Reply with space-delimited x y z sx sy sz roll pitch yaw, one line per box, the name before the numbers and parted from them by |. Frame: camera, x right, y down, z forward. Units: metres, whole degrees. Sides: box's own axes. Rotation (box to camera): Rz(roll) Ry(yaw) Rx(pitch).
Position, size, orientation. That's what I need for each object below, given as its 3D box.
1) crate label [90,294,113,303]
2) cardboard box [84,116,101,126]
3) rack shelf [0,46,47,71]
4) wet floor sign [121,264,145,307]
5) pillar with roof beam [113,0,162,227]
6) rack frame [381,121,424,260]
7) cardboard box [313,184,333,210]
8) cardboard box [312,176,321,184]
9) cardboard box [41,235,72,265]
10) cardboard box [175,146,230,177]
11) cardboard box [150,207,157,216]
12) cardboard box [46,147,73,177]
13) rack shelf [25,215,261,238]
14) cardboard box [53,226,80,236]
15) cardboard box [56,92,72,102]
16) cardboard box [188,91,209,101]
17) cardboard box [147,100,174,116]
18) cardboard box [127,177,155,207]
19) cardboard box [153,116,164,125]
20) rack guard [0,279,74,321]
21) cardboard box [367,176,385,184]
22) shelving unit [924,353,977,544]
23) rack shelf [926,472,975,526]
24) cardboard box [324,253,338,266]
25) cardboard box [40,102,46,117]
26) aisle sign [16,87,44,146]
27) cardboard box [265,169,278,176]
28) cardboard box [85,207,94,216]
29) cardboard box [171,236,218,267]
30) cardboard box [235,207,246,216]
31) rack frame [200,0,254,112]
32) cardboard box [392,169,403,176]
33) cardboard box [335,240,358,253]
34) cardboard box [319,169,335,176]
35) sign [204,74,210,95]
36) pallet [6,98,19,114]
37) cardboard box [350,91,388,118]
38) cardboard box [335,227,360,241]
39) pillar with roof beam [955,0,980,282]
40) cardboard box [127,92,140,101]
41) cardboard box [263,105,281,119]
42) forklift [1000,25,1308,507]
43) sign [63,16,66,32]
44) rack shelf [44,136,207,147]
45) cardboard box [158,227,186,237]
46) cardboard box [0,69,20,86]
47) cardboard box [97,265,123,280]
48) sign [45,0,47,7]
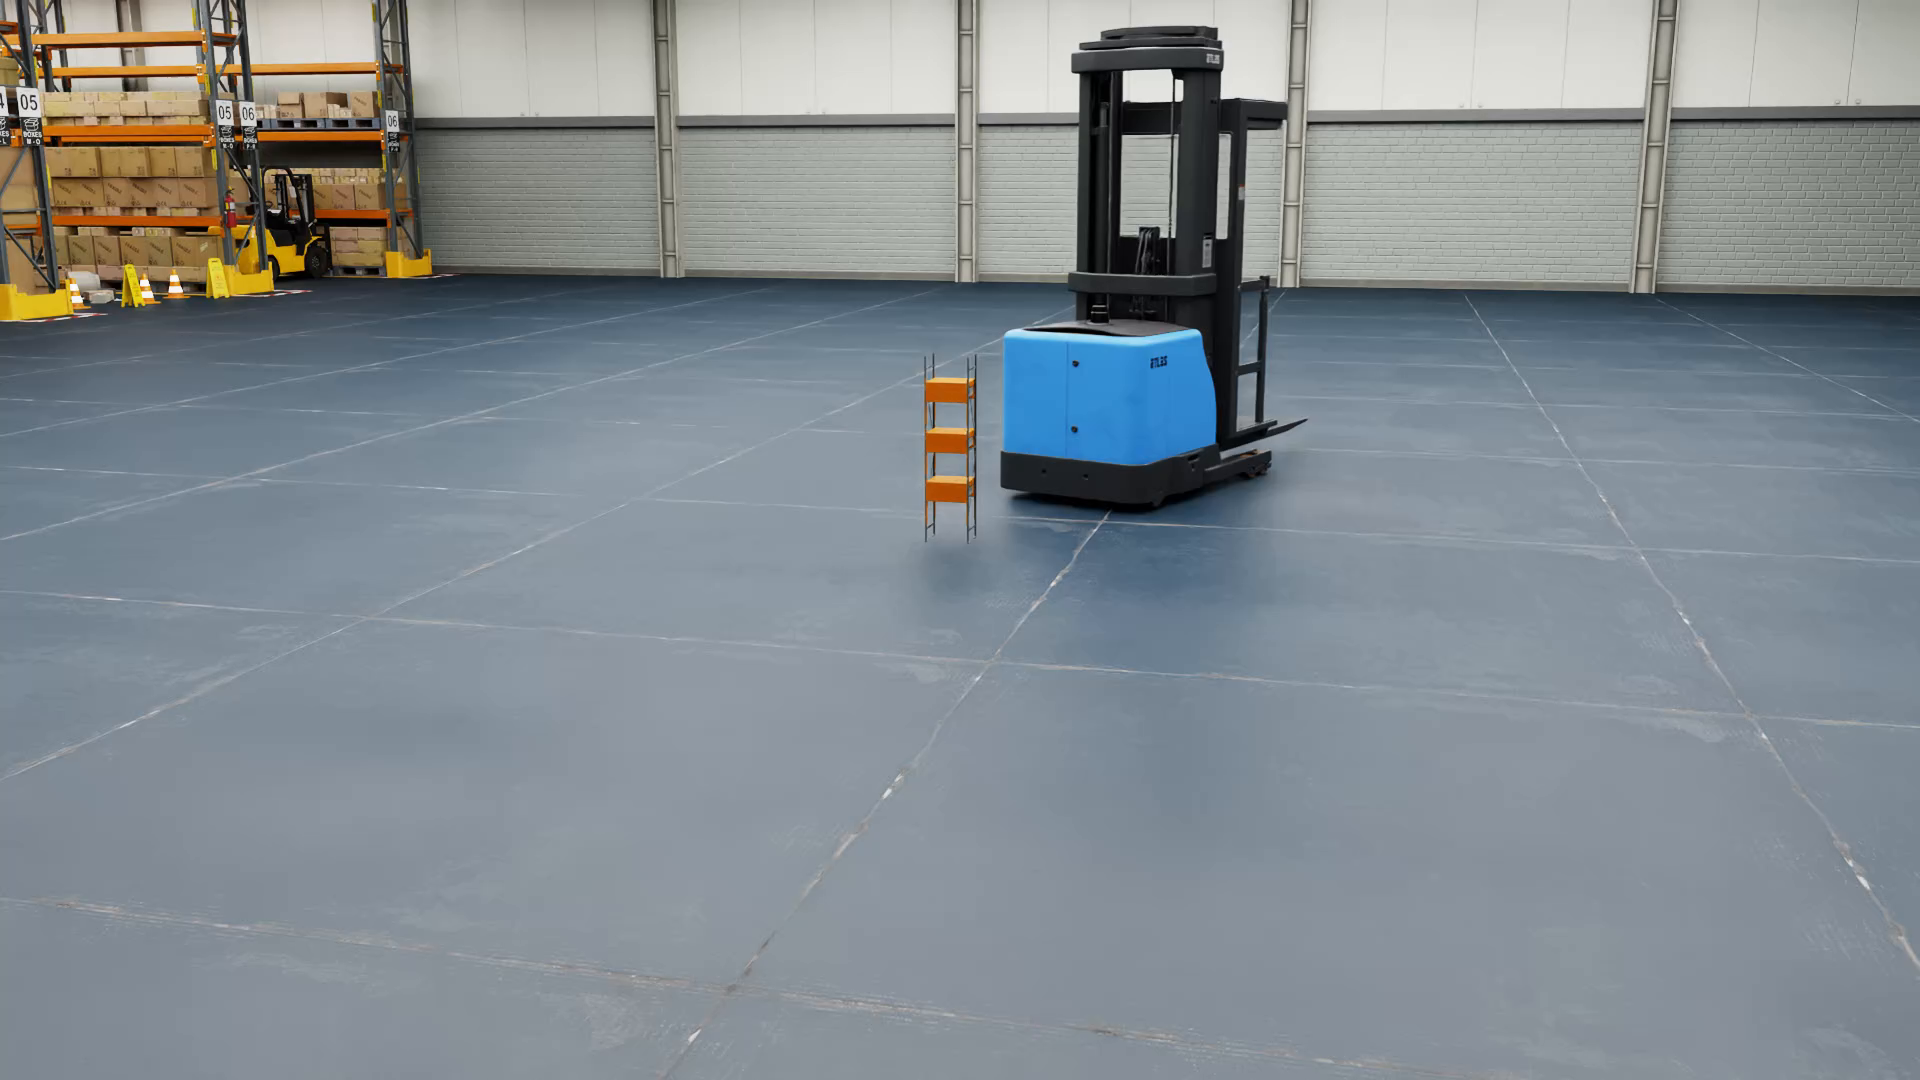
crate label | -13.683 -3.852 26.506 0.298 0.136 0.250 -4 13 -16
cardboard box | -14.652 -7.118 28.272 0.250 0.149 0.380 3 13 12
rack shelf | -18.068 -8.416 29.199 4.000 0.370 1.077 3 13 14
wet floor sign | -12.828 -3.942 25.734 0.232 0.644 0.267 1 13 4
pillar with roof beam | -18.374 -9.327 30.720 0.400 9.000 9.100 3 13 14
rack frame | -11.057 -6.766 33.030 0.127 3.000 1.000 3 13 14
cardboard box | -12.597 -6.841 33.135 0.500 0.500 0.500 3 13 12
cardboard box | -12.712 -7.152 33.041 0.250 0.149 0.380 3 13 14
cardboard box | -15.618 -5.071 29.037 0.500 0.500 0.500 4 13 16
cardboard box | -12.791 -6.385 28.085 0.500 0.500 0.700 3 13 12
cardboard box | -13.645 -5.631 28.495 0.250 0.149 0.380 3 13 14
cardboard box | -15.260 -6.512 28.660 0.500 0.500 0.700 3 13 14
rack shelf | -14.184 -5.475 28.870 4.000 0.370 1.077 3 13 14
cardboard box | -15.511 -5.369 28.881 0.250 0.149 0.380 3 13 14
cardboard box | -15.136 -7.534 28.303 0.250 0.149 0.380 3 13 13
cardboard box | -12.642 -7.409 27.739 0.250 0.149 0.380 3 13 14
cardboard box | -13.289 -7.258 27.979 0.500 0.250 0.500 3 13 13
cardboard box | -13.805 -5.940 28.389 0.500 0.500 0.500 3 13 13
cardboard box | -13.385 -7.078 28.089 0.250 0.149 0.380 3 13 14
rack guard | -13.307 -3.454 23.874 0.348 0.500 1.175 3 13 14
cardboard box | -11.461 -7.091 32.764 0.250 0.149 0.380 3 13 14
shelving unit | -0.052 -0.515 9.357 0.252 1.050 0.215 3 13 14
rack shelf | -0.052 -0.234 9.419 0.240 0.259 0.215 3 13 14
cardboard box | -12.553 -5.642 33.343 0.500 0.250 0.500 3 13 14
cardboard box | -15.764 -7.386 28.557 0.500 0.250 0.500 3 13 12
aisle sign | -13.190 -6.005 23.595 0.004 0.787 0.394 3 13 14
cardboard box | -13.693 -7.357 33.277 0.250 0.149 0.380 3 13 13
cardboard box | -14.876 -5.686 28.743 0.250 0.149 0.380 3 13 13
cardboard box | -13.083 -4.938 28.436 0.500 0.500 0.500 3 13 14
cardboard box | -12.523 -5.661 28.627 0.250 0.149 0.380 3 13 14
rack frame | -12.243 -8.651 27.674 0.127 3.000 1.000 3 13 14
cardboard box | -11.332 -7.339 33.198 0.250 0.149 0.380 3 13 12
cardboard box | -12.089 -5.861 33.173 0.500 0.250 0.500 3 13 13
cardboard box | -12.466 -7.284 32.949 0.250 0.149 0.380 3 13 15
sign | -12.395 -7.503 27.382 0.005 0.325 0.100 3 13 14
pallet | -14.053 -6.133 23.457 1.213 0.211 1.003 3 13 14
cardboard box | -11.545 -8.505 32.510 0.500 0.500 0.500 3 13 15
cardboard box | -12.076 -6.101 33.100 0.500 0.250 0.500 3 13 15
pillar with roof beam | -0.898 -8.393 26.510 0.400 9.000 9.100 3 13 14
cardboard box | -13.852 -7.497 28.137 0.250 0.149 0.380 3 13 12
cardboard box | -13.572 -8.486 32.964 0.258 0.266 0.396 3 13 12
forklift | 1.503 -1.903 11.268 1.130 2.935 3.031 8 15 33
sign | -18.694 -10.760 34.660 0.005 0.325 0.100 3 13 14
rack shelf | -16.882 -8.191 34.186 4.000 0.370 1.077 3 13 14
cardboard box | -13.455 -5.259 28.388 0.250 0.149 0.380 3 13 15
cardboard box | -13.737 -6.545 23.568 0.500 0.250 0.500 3 13 13
cardboard box | -14.581 -4.653 28.883 0.500 0.250 0.500 3 13 13
sign | -15.978 -9.466 29.010 0.005 0.325 0.100 3 13 14
